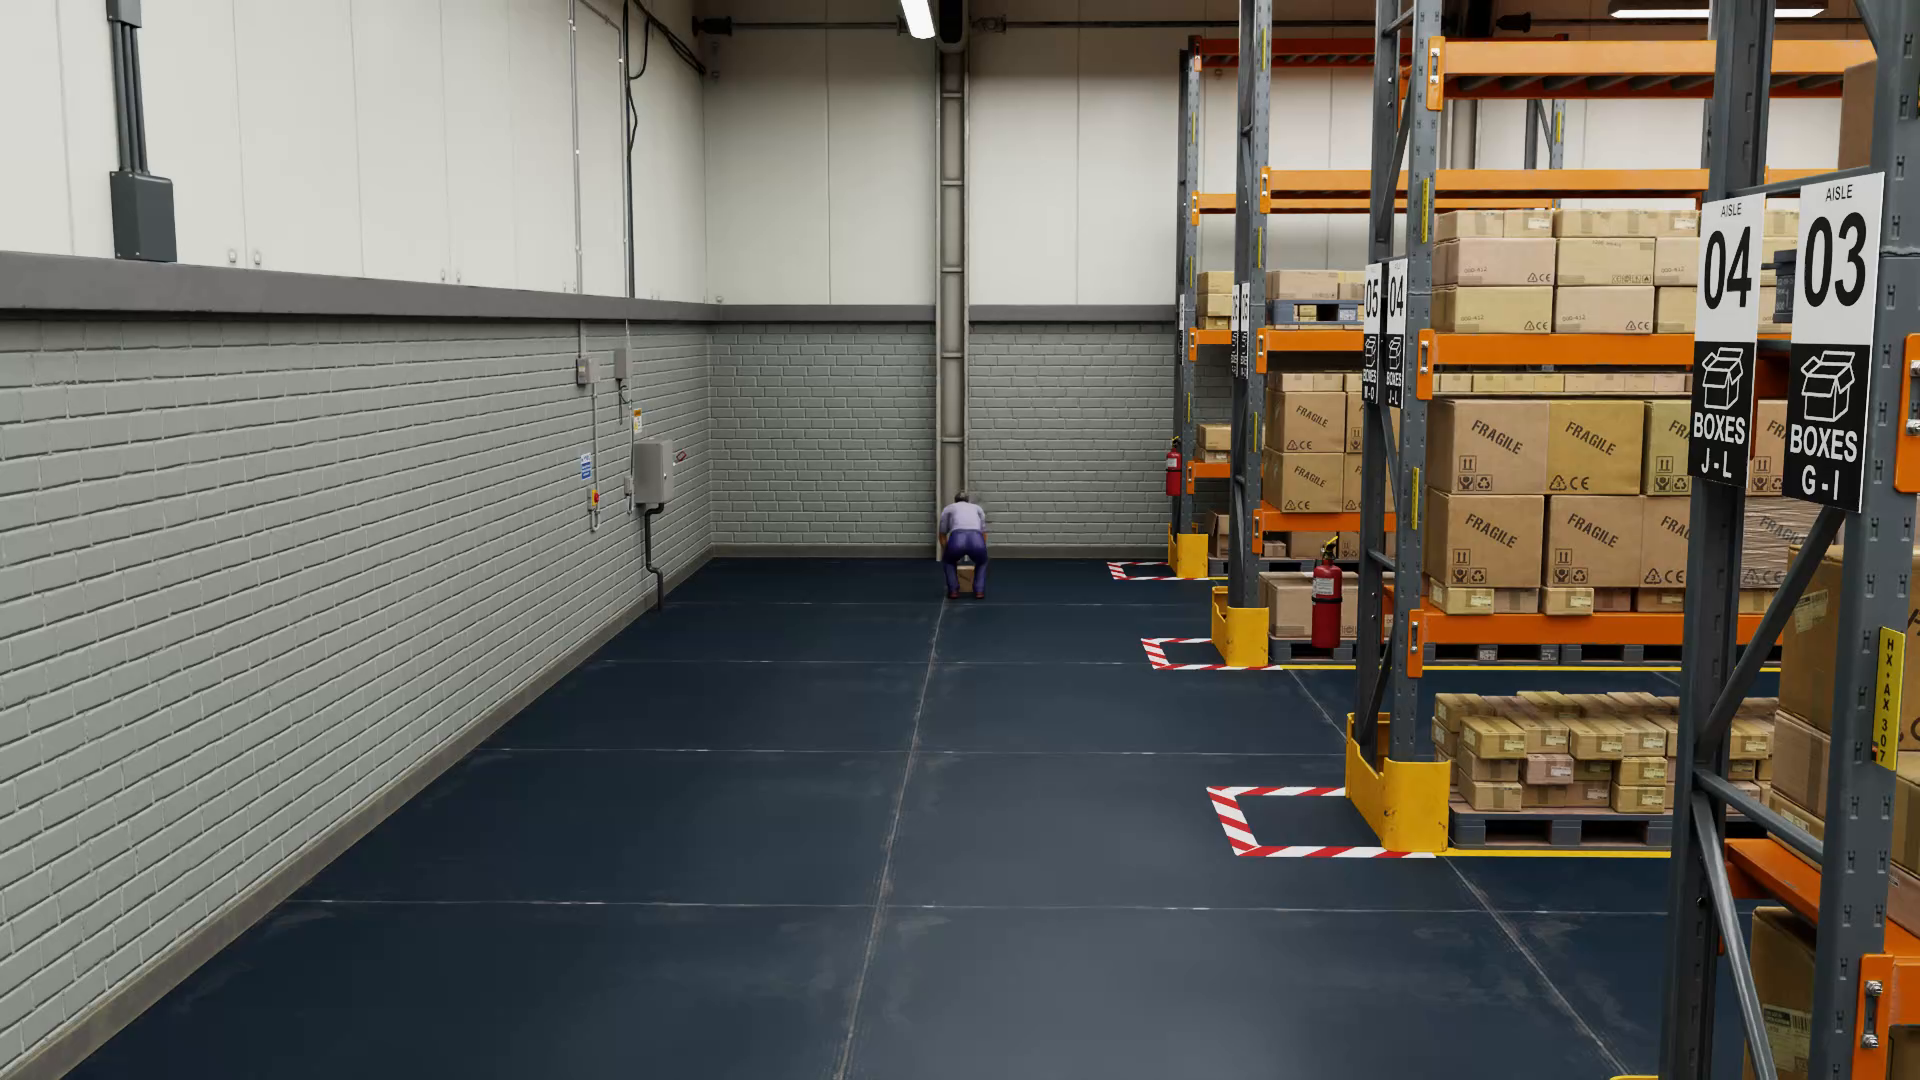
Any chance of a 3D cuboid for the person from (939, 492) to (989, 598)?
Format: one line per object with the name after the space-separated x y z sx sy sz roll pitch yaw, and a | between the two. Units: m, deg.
0.037 0.062 17.576 0.536 1.086 0.778 0 7 1 | person
